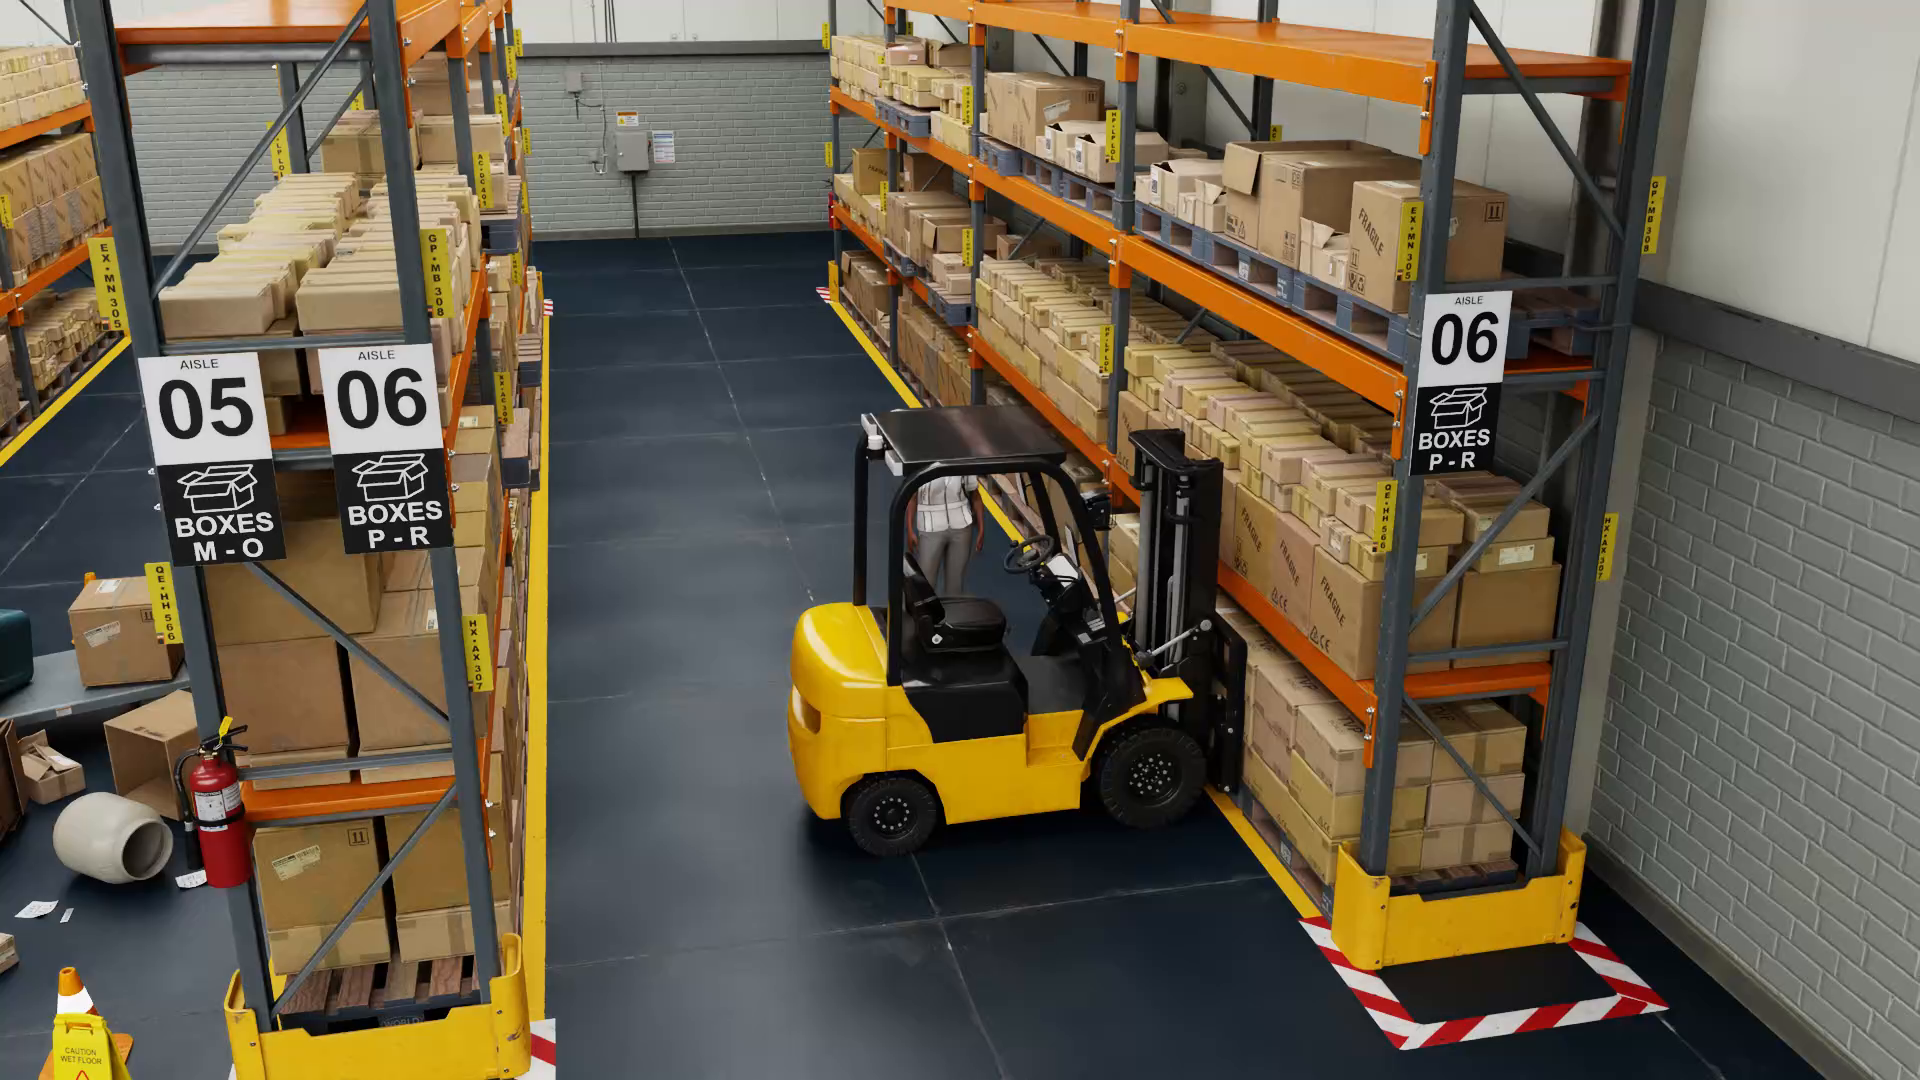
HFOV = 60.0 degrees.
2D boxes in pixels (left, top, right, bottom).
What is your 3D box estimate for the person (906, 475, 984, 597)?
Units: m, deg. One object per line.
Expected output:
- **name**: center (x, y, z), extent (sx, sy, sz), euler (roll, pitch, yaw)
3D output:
- **person**: center (-0.100, -0.035, 11.096), extent (0.569, 1.693, 0.529), euler (-5, 20, -12)
